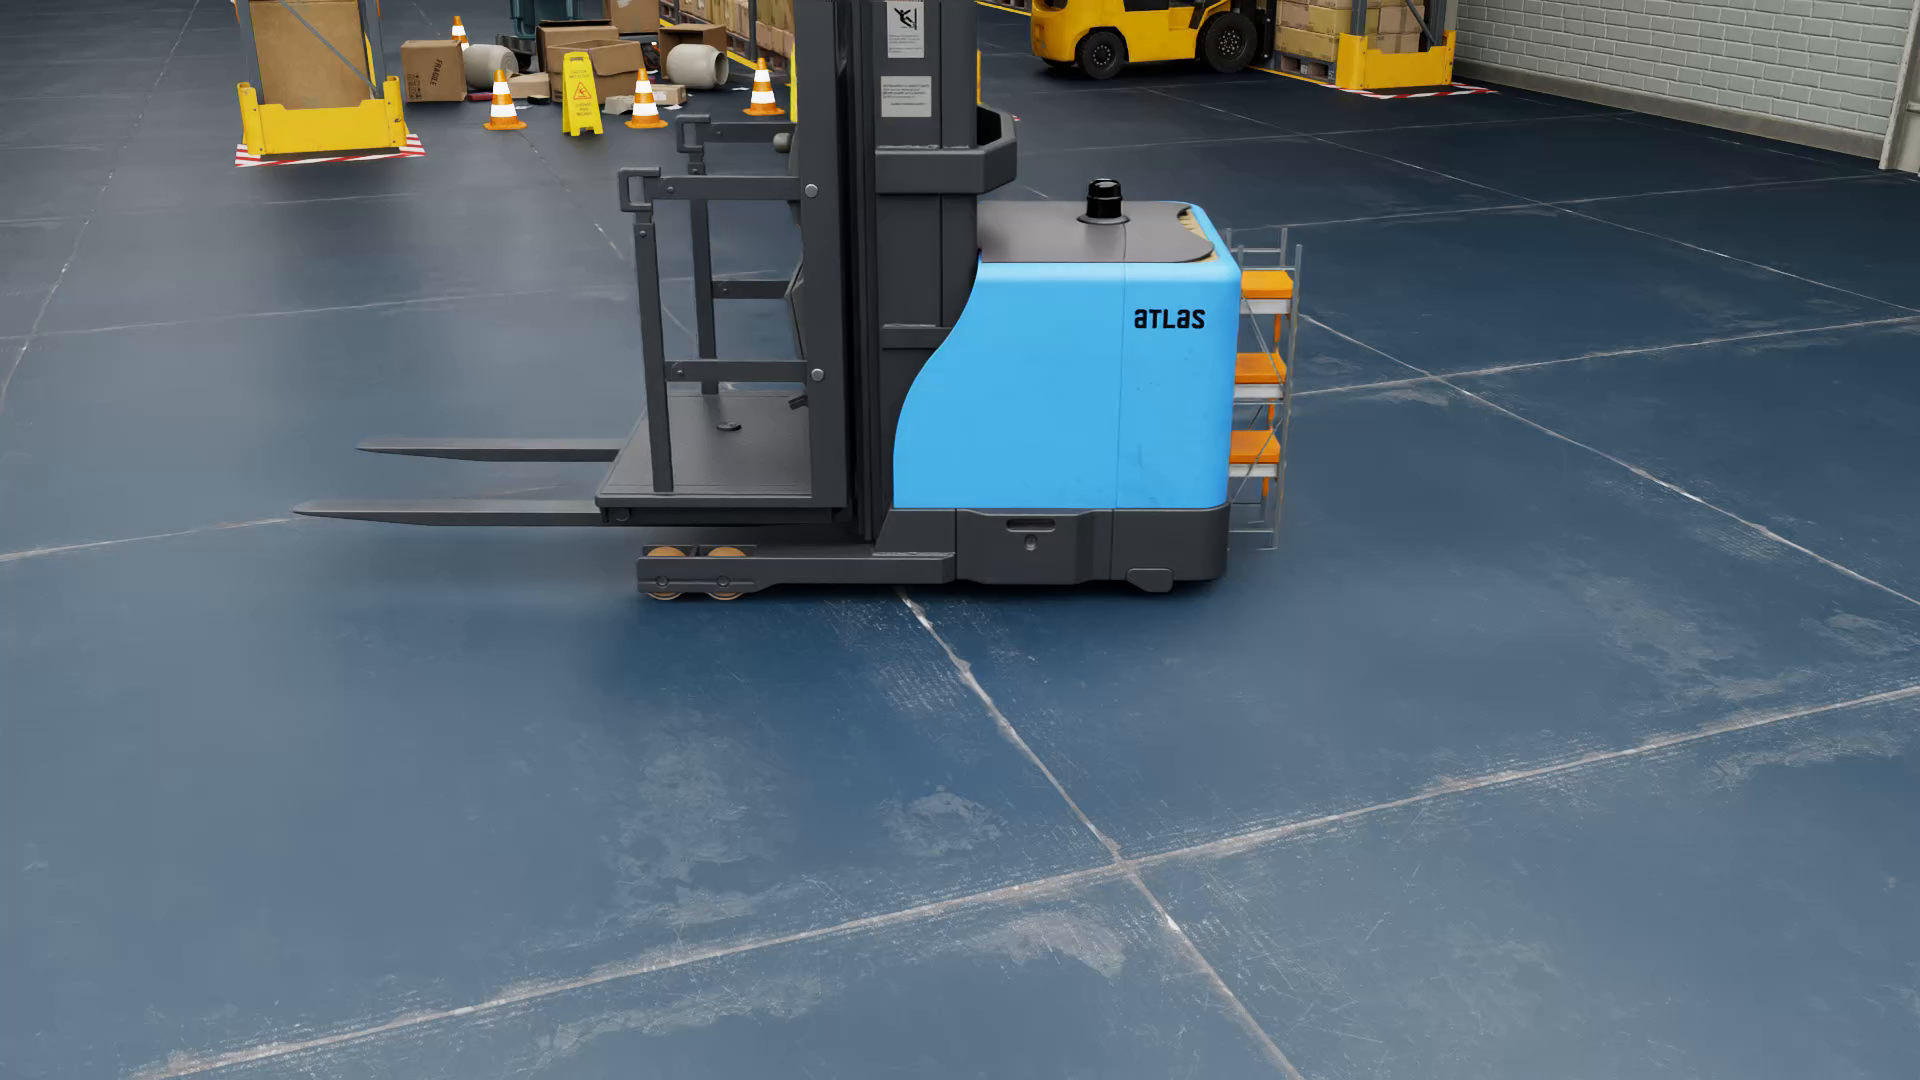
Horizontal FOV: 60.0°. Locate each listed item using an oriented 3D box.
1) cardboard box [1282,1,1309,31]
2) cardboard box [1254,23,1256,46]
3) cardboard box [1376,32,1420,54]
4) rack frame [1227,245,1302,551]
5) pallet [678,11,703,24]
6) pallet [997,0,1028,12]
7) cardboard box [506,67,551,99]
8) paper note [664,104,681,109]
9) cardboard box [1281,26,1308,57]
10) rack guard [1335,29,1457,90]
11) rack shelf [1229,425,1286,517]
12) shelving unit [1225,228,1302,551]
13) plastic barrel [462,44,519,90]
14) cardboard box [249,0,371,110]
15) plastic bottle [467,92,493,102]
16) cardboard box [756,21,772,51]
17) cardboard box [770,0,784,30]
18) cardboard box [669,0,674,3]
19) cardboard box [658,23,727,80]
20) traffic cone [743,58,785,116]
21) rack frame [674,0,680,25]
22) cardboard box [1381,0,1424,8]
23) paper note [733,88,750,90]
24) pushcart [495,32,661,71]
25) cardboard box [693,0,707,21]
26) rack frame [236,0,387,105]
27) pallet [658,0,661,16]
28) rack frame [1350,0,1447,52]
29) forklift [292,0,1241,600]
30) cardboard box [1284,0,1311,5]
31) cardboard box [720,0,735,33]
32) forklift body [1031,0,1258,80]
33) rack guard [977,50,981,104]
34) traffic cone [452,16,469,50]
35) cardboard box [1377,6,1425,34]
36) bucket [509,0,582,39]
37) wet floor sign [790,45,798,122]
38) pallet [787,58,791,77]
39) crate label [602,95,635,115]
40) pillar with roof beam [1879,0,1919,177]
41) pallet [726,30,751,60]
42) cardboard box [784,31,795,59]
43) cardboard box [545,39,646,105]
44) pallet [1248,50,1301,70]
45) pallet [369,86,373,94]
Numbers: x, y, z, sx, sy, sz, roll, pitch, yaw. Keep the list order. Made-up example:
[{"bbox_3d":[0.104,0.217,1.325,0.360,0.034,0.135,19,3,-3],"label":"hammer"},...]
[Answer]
[{"bbox_3d":[3.632,-5.352,16.943,0.500,0.250,0.500,-9,24,-20],"label":"cardboard box"},{"bbox_3d":[3.262,-5.482,17.895,0.500,0.250,0.500,-8,24,-17],"label":"cardboard box"},{"bbox_3d":[4.273,-5.010,16.773,0.500,0.250,0.500,-8,24,-19],"label":"cardboard box"},{"bbox_3d":[0.981,-0.449,5.463,0.200,1.050,0.008,0,23,0],"label":"rack frame"},{"bbox_3d":[-2.931,-6.533,20.978,1.003,0.211,1.213,-8,24,-19],"label":"pallet"},{"bbox_3d":[1.209,-7.776,23.928,1.003,0.211,1.213,-8,24,-19],"label":"pallet"},{"bbox_3d":[-4.057,-4.301,15.613,0.396,0.266,0.258,-4,23,-10],"label":"cardboard box"},{"bbox_3d":[-2.575,-3.898,14.958,0.148,0.019,0.142,-18,29,-37],"label":"paper note"},{"bbox_3d":[3.635,-5.114,17.020,0.500,0.250,0.500,-8,24,-19],"label":"cardboard box"},{"bbox_3d":[4.272,-4.717,16.298,1.175,0.500,0.348,-8,24,-19],"label":"rack guard"},{"bbox_3d":[0.980,-0.230,5.688,0.215,0.259,0.240,0,23,0],"label":"rack shelf"},{"bbox_3d":[0.980,-0.496,5.576,0.215,1.050,0.252,0,23,0],"label":"shelving unit"},{"bbox_3d":[-4.552,-4.544,15.986,0.512,0.421,0.421,8,24,18],"label":"plastic barrel"},{"bbox_3d":[-5.276,-3.931,13.410,0.875,0.875,0.875,-8,24,-19],"label":"cardboard box"},{"bbox_3d":[-4.420,-4.120,15.446,0.283,0.061,0.133,-18,29,-37],"label":"plastic bottle"},{"bbox_3d":[-1.836,-5.324,17.519,0.500,0.250,0.500,-10,25,-21],"label":"cardboard box"},{"bbox_3d":[-1.636,-5.476,16.915,0.500,0.500,0.500,-7,24,-17],"label":"cardboard box"},{"bbox_3d":[-3.372,-7.579,22.065,0.875,0.875,0.875,-9,24,-19],"label":"cardboard box"},{"bbox_3d":[-2.687,-4.922,16.781,0.500,0.500,0.500,8,24,18],"label":"cardboard box"},{"bbox_3d":[-1.738,-4.006,14.658,0.336,0.463,0.334,-8,24,-19],"label":"traffic cone"},{"bbox_3d":[-3.205,-8.102,21.111,1.000,3.000,0.127,-8,24,-19],"label":"rack frame"},{"bbox_3d":[4.270,-5.466,16.568,0.500,0.250,0.500,-9,24,-20],"label":"cardboard box"},{"bbox_3d":[-2.116,-4.366,16.069,0.142,0.019,0.148,-18,29,-37],"label":"paper note"},{"bbox_3d":[-3.908,-5.109,17.387,1.648,0.377,0.936,-18,29,-37],"label":"pushcart"},{"bbox_3d":[-2.747,-6.611,20.416,0.950,0.372,0.625,-9,24,-20],"label":"cardboard box"},{"bbox_3d":[-4.974,-4.479,12.516,1.000,3.000,0.127,-8,24,-19],"label":"rack frame"},{"bbox_3d":[-3.841,-7.557,23.407,1.003,0.211,1.213,-8,24,-19],"label":"pallet"},{"bbox_3d":[4.263,-5.878,15.833,1.000,3.000,0.127,-8,24,-19],"label":"rack frame"},{"bbox_3d":[-0.655,-1.364,5.212,3.031,2.935,1.130,0,23,0],"label":"forklift"},{"bbox_3d":[3.623,-5.574,16.825,0.500,0.250,0.500,-8,24,-18],"label":"cardboard box"},{"bbox_3d":[-2.237,-6.082,19.162,0.950,0.372,0.625,-7,24,-16],"label":"cardboard box"},{"bbox_3d":[1.886,-5.925,17.039,2.313,2.155,1.214,-8,24,-19],"label":"forklift body"},{"bbox_3d":[-0.406,-4.071,14.765,1.175,0.500,0.348,-8,24,-19],"label":"rack guard"},{"bbox_3d":[-5.449,-5.458,18.105,0.336,0.463,0.334,-8,24,-19],"label":"traffic cone"},{"bbox_3d":[4.291,-5.234,16.662,0.500,0.250,0.500,-8,24,-18],"label":"cardboard box"},{"bbox_3d":[-4.183,-5.392,16.938,0.726,0.611,0.620,0,13,-1],"label":"bucket"},{"bbox_3d":[-1.313,-3.895,14.160,0.267,0.644,0.232,0,23,-1],"label":"wet floor sign"},{"bbox_3d":[-1.087,-4.681,16.583,1.003,0.211,1.213,-8,24,-19],"label":"pallet"},{"bbox_3d":[-2.992,-3.857,14.724,0.298,0.136,0.250,18,29,36],"label":"crate label"},{"bbox_3d":[2.952,-6.248,8.988,9.100,9.000,0.400,-8,24,-19],"label":"pillar with roof beam"},{"bbox_3d":[-2.069,-5.646,18.875,1.003,0.211,1.213,-8,24,-19],"label":"pallet"},{"bbox_3d":[-1.447,-4.939,16.606,0.500,0.250,0.500,-9,24,-20],"label":"cardboard box"},{"bbox_3d":[-3.368,-4.336,15.389,0.637,0.503,0.797,12,26,27],"label":"cardboard box"},{"bbox_3d":[3.527,-5.308,18.071,1.003,0.211,1.213,-8,24,-19],"label":"pallet"},{"bbox_3d":[-5.757,-3.917,14.771,1.003,0.211,1.213,-8,24,-19],"label":"pallet"}]
